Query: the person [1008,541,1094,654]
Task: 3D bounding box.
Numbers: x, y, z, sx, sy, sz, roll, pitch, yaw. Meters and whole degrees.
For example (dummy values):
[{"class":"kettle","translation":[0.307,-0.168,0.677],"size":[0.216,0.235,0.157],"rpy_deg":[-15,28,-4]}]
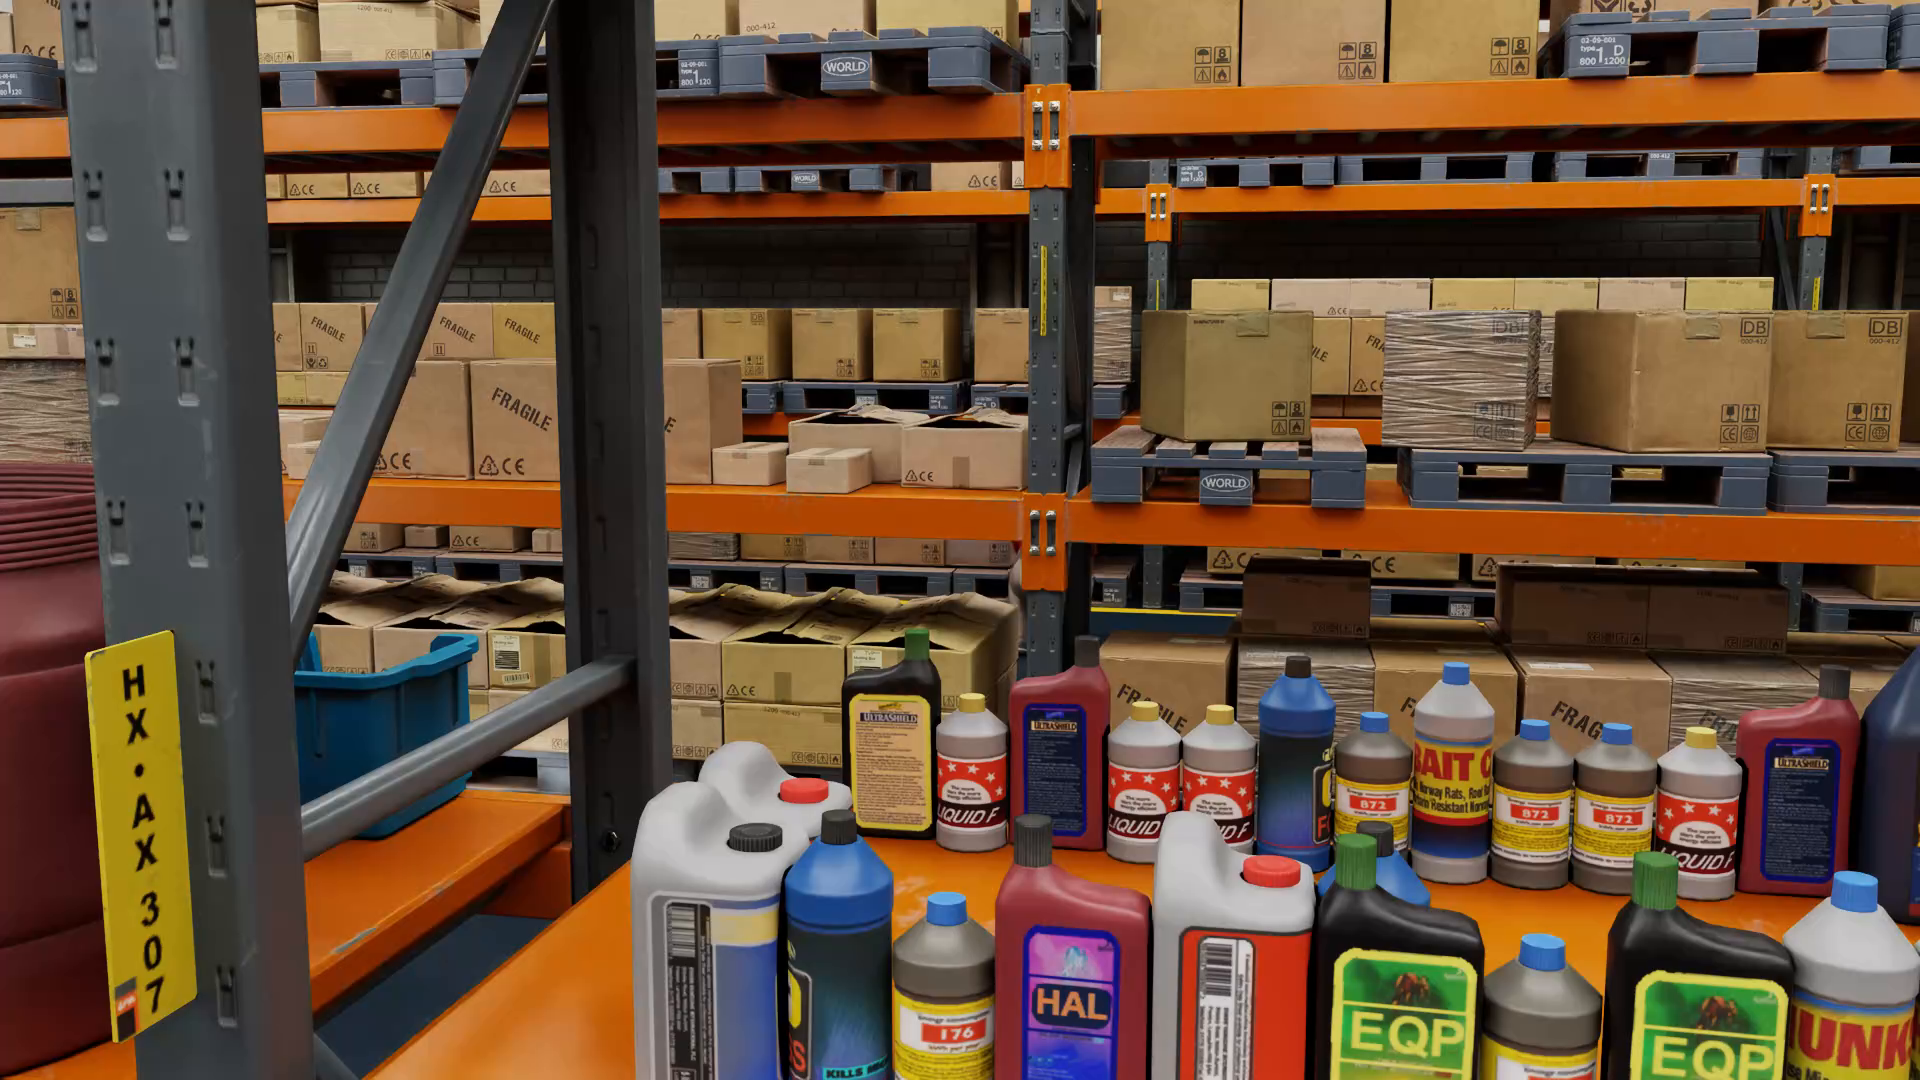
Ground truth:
[{"class":"person","translation":[0.538,0.162,9.955],"size":[0.523,0.988,0.886],"rpy_deg":[1,8,10]}]
